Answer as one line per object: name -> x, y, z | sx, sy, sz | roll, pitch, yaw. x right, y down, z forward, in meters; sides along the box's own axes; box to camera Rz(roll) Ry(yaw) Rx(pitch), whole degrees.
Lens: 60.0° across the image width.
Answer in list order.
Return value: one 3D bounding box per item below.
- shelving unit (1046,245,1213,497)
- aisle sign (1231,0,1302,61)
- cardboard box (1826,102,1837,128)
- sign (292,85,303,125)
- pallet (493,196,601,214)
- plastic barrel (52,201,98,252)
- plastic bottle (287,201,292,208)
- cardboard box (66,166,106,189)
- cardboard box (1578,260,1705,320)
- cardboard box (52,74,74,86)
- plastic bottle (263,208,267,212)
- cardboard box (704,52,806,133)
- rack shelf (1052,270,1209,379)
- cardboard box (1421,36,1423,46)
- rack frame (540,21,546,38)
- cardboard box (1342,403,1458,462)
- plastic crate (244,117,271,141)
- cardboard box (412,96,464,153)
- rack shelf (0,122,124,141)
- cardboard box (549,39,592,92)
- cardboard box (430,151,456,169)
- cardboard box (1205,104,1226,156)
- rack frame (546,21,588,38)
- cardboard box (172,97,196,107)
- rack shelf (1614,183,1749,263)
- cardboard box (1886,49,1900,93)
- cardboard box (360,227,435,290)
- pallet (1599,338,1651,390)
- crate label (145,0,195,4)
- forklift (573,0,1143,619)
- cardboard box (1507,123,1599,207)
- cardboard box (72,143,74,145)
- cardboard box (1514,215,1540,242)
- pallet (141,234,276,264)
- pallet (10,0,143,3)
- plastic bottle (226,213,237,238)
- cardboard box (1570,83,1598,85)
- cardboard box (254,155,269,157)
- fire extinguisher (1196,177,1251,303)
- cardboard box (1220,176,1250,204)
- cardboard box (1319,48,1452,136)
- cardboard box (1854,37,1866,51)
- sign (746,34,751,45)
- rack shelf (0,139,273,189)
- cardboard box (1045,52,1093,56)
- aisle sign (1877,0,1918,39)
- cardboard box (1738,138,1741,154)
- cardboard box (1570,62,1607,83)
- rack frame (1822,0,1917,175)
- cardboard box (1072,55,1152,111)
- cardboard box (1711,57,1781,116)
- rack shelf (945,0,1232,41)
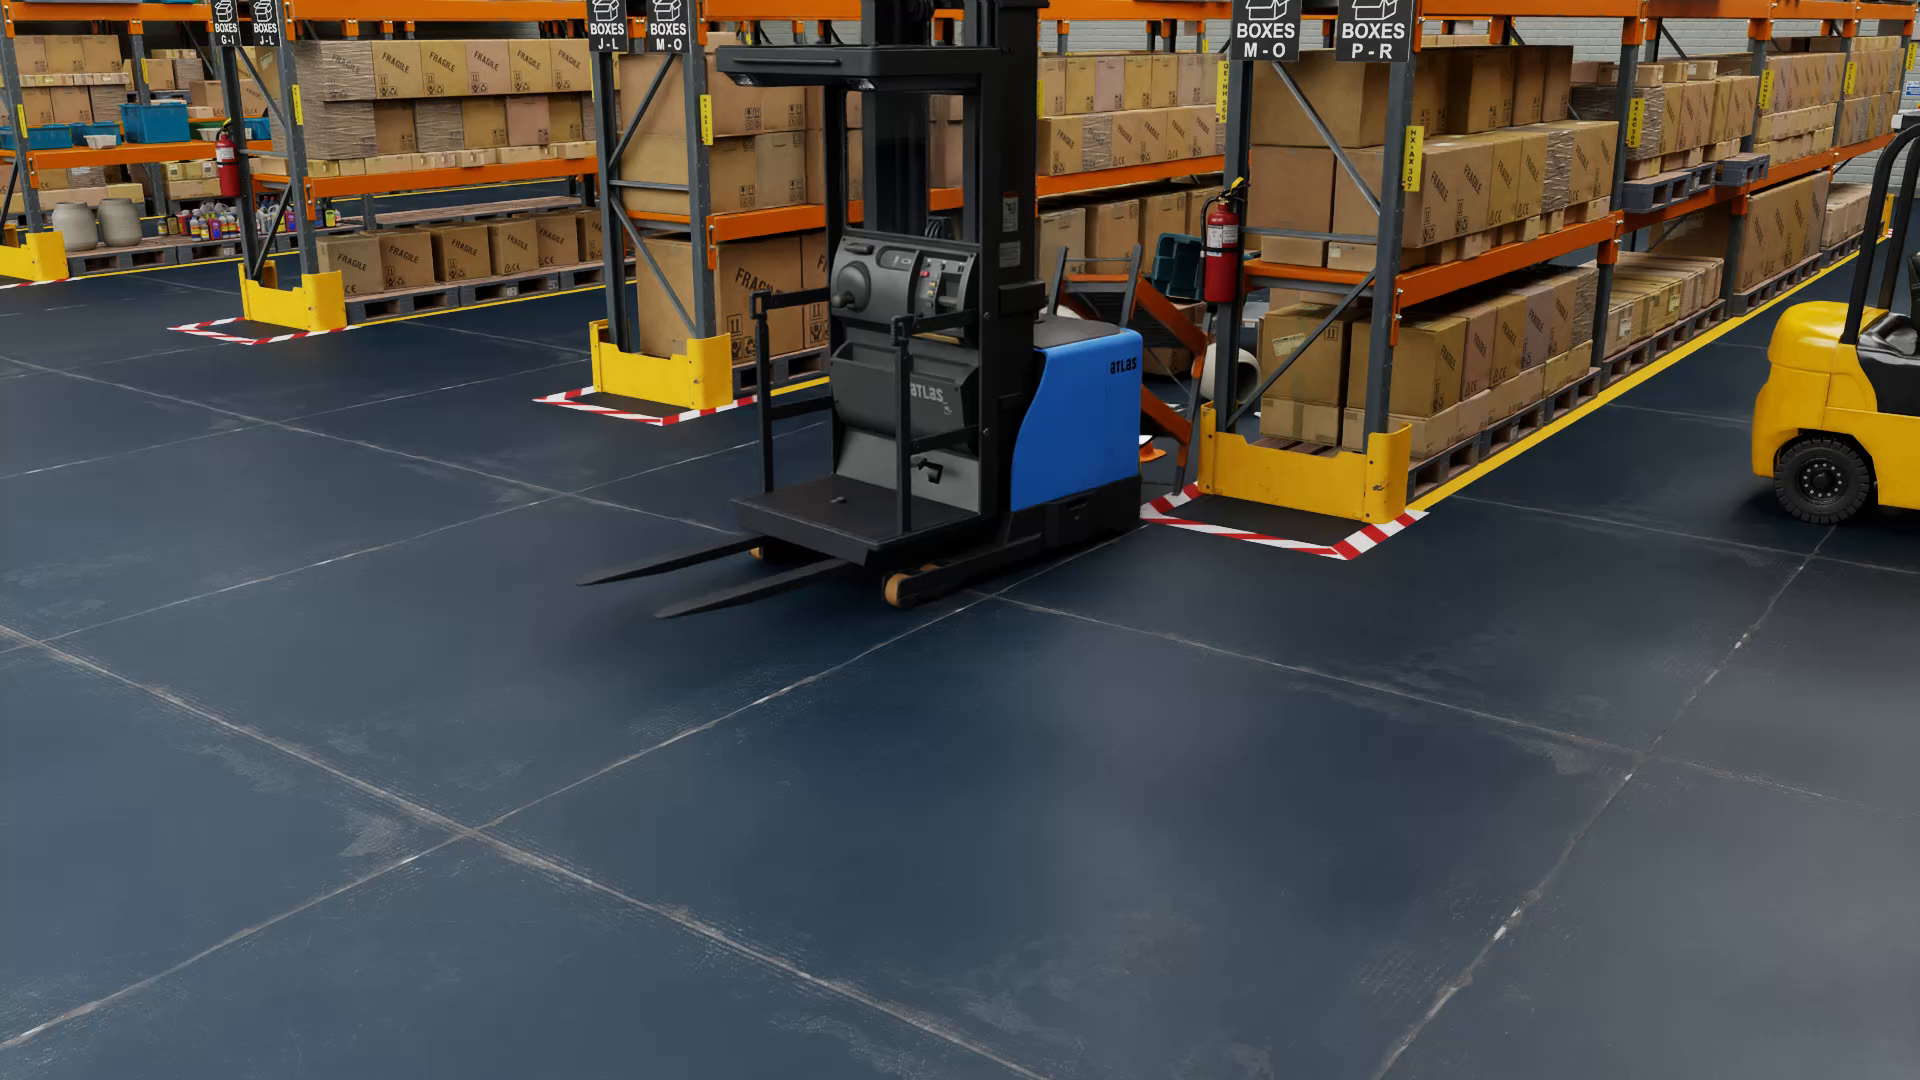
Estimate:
shelving unit -> 0.907, -0.927, 9.354 | 0.538, 1.125, 1.048 | 5, -11, 32
aisle sign -> 1.610, -2.915, 8.688 | 0.394, 0.787, 0.004 | 12, 21, 35
cardboard box -> 8.963, -4.514, 17.632 | 0.500, 0.250, 0.500 | 12, 21, 35
sign -> -5.643, -3.705, 14.158 | 0.100, 0.325, 0.005 | 12, 21, 35
pallet -> -5.782, -4.659, 23.391 | 1.003, 0.211, 1.213 | 12, 21, 35
plastic barrel -> -9.726, -3.446, 18.269 | 0.421, 0.512, 0.421 | 0, 17, 0
plastic bottle -> -8.300, -4.030, 20.501 | 0.061, 0.283, 0.133 | 12, 21, 35
cardboard box -> -12.057, -5.071, 22.680 | 0.500, 0.500, 0.500 | 12, 21, 35
cardboard box -> 5.869, -2.178, 14.421 | 0.950, 0.372, 0.625 | 12, 21, 34
cardboard box -> -12.097, -6.163, 22.269 | 0.380, 0.149, 0.250 | 12, 21, 35
plastic bottle -> -8.230, -3.814, 19.805 | 0.061, 0.283, 0.133 | 12, 21, 35
cardboard box -> -1.650, -3.303, 12.250 | 0.875, 0.550, 0.550 | 12, 21, 35
rack shelf -> 0.964, -1.210, 9.402 | 0.538, 0.278, 1.000 | 5, -11, 32
cardboard box -> 5.459, -6.077, 20.899 | 0.500, 0.500, 0.500 | 13, 22, 36
rack frame -> -8.479, -9.825, 35.323 | 1.000, 3.000, 0.127 | 12, 21, 35
cardboard box -> 2.583, -0.667, 9.763 | 0.500, 0.250, 0.500 | 12, 21, 34
plastic crate -> -8.114, -4.833, 19.500 | 0.499, 0.251, 0.616 | 12, 21, 35
cardboard box -> -5.195, -3.956, 15.753 | 0.875, 0.500, 0.500 | 12, 21, 35
rack shelf -> -12.840, -5.272, 21.876 | 1.077, 0.370, 4.000 | 12, 21, 35
cardboard box -> -4.039, -4.733, 16.570 | 0.500, 0.500, 0.500 | 12, 21, 35
cardboard box -> -4.978, -3.592, 15.678 | 0.380, 0.149, 0.250 | 12, 21, 35
cardboard box -> 2.559, -4.286, 17.318 | 0.500, 0.500, 0.500 | 12, 21, 35
rack frame -> -6.882, -7.997, 29.439 | 1.000, 3.000, 0.127 | 12, 21, 35
cardboard box -> -11.272, -6.270, 24.102 | 0.396, 0.266, 0.258 | 12, 21, 33
rack shelf -> 5.455, -2.722, 13.665 | 1.077, 0.370, 4.000 | 12, 21, 35
cardboard box -> 11.030, -5.686, 20.142 | 0.500, 0.500, 0.500 | 13, 21, 35
cardboard box -> -5.364, -2.689, 15.851 | 0.500, 0.500, 0.500 | -13, 22, -36
pallet -> 4.726, -1.443, 13.036 | 1.003, 0.211, 1.213 | 12, 21, 35
crate label -> -8.676, -6.012, 18.238 | 0.502, 0.251, 0.408 | 12, 21, 35
forklift -> -0.424, -1.251, 7.830 | 1.130, 2.935, 3.031 | 16, 24, 42
cardboard box -> 3.897, -2.506, 11.084 | 0.500, 0.500, 0.500 | 13, 22, 37
cardboard box -> -14.937, -6.293, 27.423 | 0.700, 0.500, 0.500 | 12, 21, 34
cardboard box -> 3.413, -1.973, 10.463 | 0.380, 0.149, 0.250 | 13, 21, 35
pallet -> -8.833, -3.440, 19.464 | 1.003, 0.211, 1.213 | 12, 21, 35
pallet -> -9.485, -5.785, 17.576 | 1.003, 0.211, 1.213 | 12, 21, 35
plastic bottle -> -8.462, -3.652, 19.306 | 0.097, 0.271, 0.097 | 0, 17, 0
cardboard box -> 4.649, -3.249, 12.769 | 0.500, 0.500, 0.500 | 13, 21, 35
cardboard box -> -10.288, -5.668, 24.920 | 0.500, 0.311, 0.500 | 13, 22, 36
fire extinguisher -> 1.442, -1.654, 9.142 | 0.296, 0.674, 0.183 | 12, 21, 35
cardboard box -> 3.217, -3.879, 18.420 | 0.500, 0.250, 0.500 | 11, 21, 32
cardboard box -> 2.538, -2.723, 10.099 | 0.700, 0.500, 0.500 | 12, 21, 34
cardboard box -> 9.882, -5.540, 18.577 | 0.380, 0.149, 0.250 | 12, 21, 34
sign -> -4.065, -9.551, 31.957 | 0.100, 0.325, 0.005 | 12, 21, 35
rack shelf -> -8.865, -4.396, 19.054 | 1.077, 0.370, 4.000 | 12, 21, 35
cardboard box -> 1.562, -6.743, 23.888 | 0.500, 0.500, 0.500 | 12, 21, 35
aisle sign -> 11.705, -6.651, 20.721 | 0.394, 0.787, 0.004 | 12, 21, 35
cardboard box -> 6.539, -3.426, 14.435 | 0.380, 0.149, 0.250 | 13, 21, 36
cardboard box -> 4.757, -3.606, 12.825 | 0.380, 0.149, 0.250 | 12, 21, 33
rack frame -> 11.414, -5.447, 21.228 | 1.000, 3.000, 0.127 | 12, 21, 35
cardboard box -> 1.427, -4.448, 16.154 | 0.700, 0.500, 0.500 | 12, 21, 34
cardboard box -> 7.137, -4.142, 15.168 | 0.500, 0.500, 0.500 | 12, 21, 33
rack shelf -> 1.420, -5.005, 15.959 | 1.077, 0.370, 4.000 | 12, 21, 35
